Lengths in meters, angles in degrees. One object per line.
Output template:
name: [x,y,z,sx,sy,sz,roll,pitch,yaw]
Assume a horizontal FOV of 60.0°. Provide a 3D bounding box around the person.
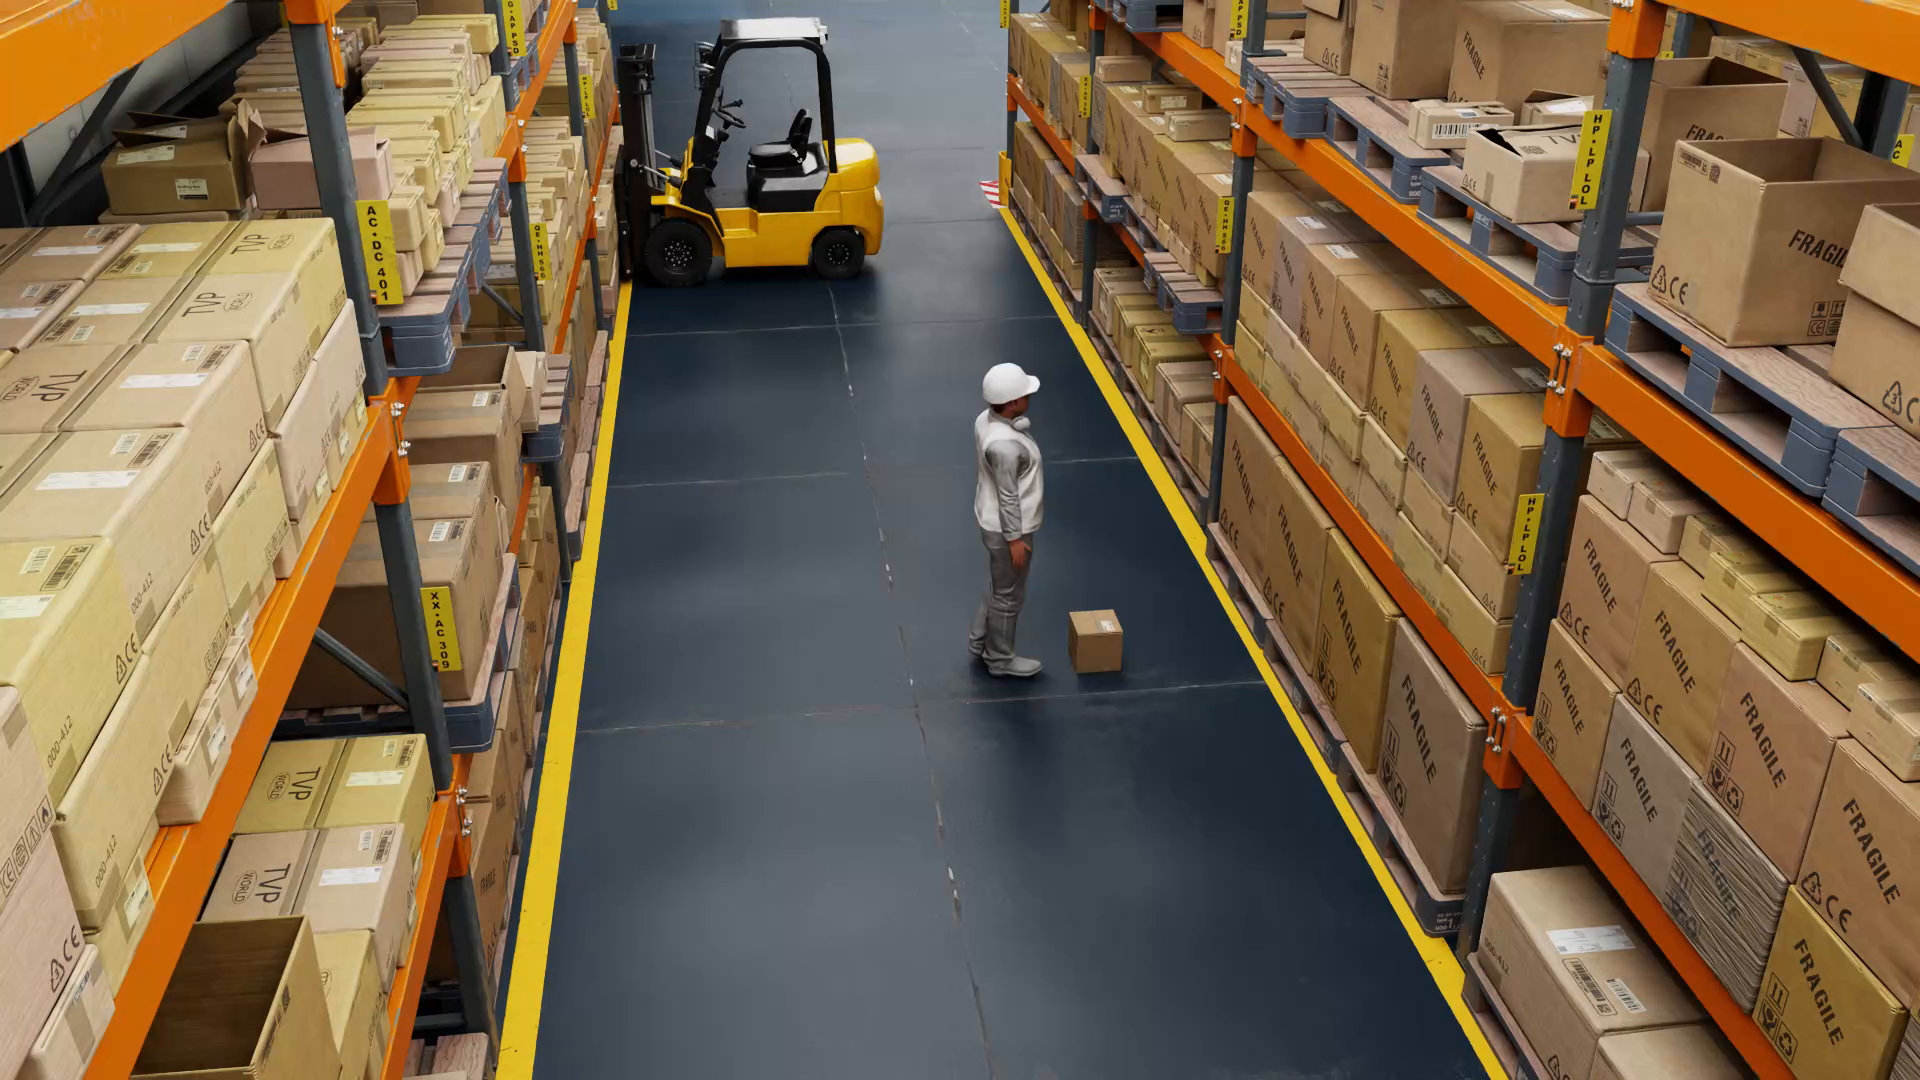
person: [0.249,-0.103,8.769,0.381,1.781,0.545,-3,27,-6]
